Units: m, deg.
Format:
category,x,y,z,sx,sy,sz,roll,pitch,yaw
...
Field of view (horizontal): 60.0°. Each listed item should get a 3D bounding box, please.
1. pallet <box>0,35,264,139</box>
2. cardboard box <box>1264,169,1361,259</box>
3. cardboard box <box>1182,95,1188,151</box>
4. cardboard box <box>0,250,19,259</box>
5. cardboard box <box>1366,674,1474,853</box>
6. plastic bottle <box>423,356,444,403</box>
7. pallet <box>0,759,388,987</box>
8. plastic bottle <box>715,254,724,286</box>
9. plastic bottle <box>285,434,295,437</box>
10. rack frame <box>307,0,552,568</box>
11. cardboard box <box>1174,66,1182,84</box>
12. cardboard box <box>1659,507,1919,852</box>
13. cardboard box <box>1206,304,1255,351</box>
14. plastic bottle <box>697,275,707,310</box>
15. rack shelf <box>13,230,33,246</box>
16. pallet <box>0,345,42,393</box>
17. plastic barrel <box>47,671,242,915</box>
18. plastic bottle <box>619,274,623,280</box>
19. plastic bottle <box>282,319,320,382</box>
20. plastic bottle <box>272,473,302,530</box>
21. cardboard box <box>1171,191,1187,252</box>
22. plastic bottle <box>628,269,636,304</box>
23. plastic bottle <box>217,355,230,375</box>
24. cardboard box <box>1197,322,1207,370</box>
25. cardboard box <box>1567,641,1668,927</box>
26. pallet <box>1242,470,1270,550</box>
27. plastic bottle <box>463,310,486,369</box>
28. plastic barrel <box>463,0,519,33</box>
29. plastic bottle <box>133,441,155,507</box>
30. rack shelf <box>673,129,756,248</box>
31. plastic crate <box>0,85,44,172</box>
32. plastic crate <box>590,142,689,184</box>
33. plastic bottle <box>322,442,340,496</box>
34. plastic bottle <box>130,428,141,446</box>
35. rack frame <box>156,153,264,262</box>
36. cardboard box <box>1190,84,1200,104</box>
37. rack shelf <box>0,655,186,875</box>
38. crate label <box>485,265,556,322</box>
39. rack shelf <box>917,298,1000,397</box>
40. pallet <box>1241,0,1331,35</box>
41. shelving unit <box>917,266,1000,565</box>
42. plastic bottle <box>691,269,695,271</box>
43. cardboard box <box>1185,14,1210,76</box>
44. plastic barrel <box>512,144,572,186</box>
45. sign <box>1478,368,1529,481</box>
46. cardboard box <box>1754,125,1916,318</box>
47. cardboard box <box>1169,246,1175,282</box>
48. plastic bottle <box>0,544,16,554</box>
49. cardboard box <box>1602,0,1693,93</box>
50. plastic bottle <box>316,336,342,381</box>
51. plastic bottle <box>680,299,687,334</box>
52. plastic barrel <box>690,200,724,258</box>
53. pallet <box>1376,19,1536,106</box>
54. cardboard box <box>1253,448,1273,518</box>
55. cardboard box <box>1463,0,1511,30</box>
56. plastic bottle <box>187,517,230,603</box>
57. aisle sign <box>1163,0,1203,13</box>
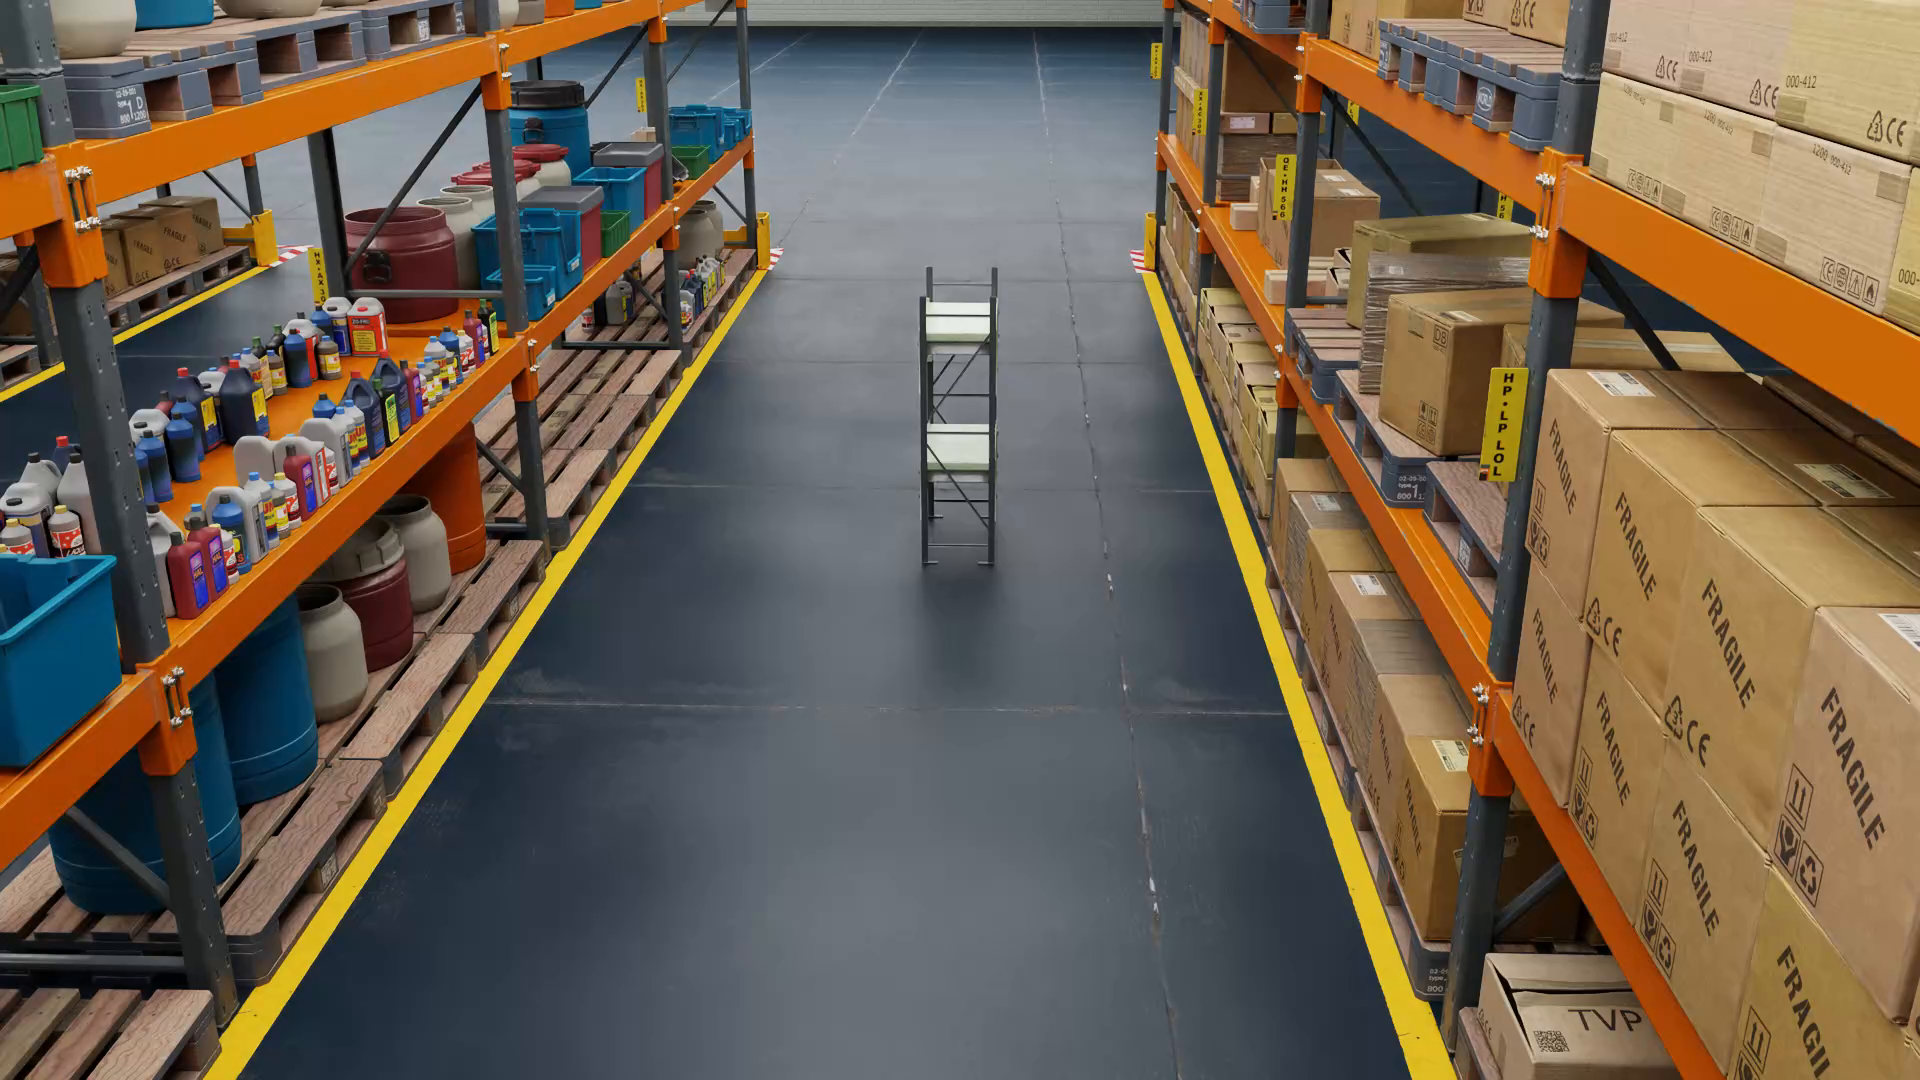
category,x,y,z,sx,sy,sz,roll,pitch,yaw
pallet,-2.967,-1.423,5.164,1.213,0.211,1.003,1,21,2
cardboard box,2.230,-2.063,10.560,0.500,0.500,0.500,1,21,2
cardboard box,2.384,-3.799,15.036,0.700,0.500,0.500,1,21,3
cardboard box,-7.539,-2.157,13.817,0.500,0.500,0.500,8,22,19
cardboard box,1.809,0.828,6.097,0.500,0.500,0.500,1,21,2
plastic bottle,-2.401,-0.730,7.538,0.097,0.201,0.097,0,21,0
pallet,-2.828,1.193,6.162,1.003,0.211,1.213,1,21,2
plastic bottle,-2.131,-2.395,14.700,0.061,0.283,0.133,1,21,3
plastic bottle,-2.589,-0.312,6.461,0.097,0.201,0.097,0,21,0
rack frame,-2.772,-1.275,8.667,1.000,3.000,0.127,1,21,2
cardboard box,2.195,-4.321,15.483,0.380,0.149,0.250,0,21,1
cardboard box,1.731,0.254,3.206,0.500,0.500,0.500,0,21,0
cardboard box,2.019,-1.513,11.726,0.500,0.311,0.500,0,21,1
plastic bottle,-2.158,-2.074,13.875,0.061,0.283,0.133,2,21,4
rack shelf,-7.662,-1.717,10.801,1.077,0.370,4.000,1,21,2
pallet,-7.623,-1.194,12.314,1.003,0.211,1.213,1,21,2
plastic barrel,-2.860,0.758,5.750,0.600,0.901,0.708,1,21,2
plastic bottle,-2.894,-2.137,14.047,0.152,0.276,0.135,1,21,3
plastic bottle,-3.122,-0.897,7.864,0.152,0.276,0.135,1,21,2
plastic bottle,-2.451,-0.143,6.026,0.097,0.201,0.097,0,21,0
cardboard box,2.168,-2.822,14.838,0.500,0.500,0.500,1,21,2
plastic bottle,-2.788,-2.140,14.043,0.061,0.283,0.133,1,21,2
plastic bottle,-3.189,-0.650,7.219,0.061,0.283,0.133,1,21,2
cardboard box,2.041,-1.436,12.303,0.500,0.250,0.500,0,21,0
cardboard box,1.757,0.547,3.833,0.500,0.500,0.500,1,21,3
pallet,2.243,-0.216,9.794,1.003,0.211,1.213,1,21,2
plastic bottle,-2.365,-0.986,8.084,0.061,0.283,0.133,1,21,2
plastic barrel,-2.456,-2.834,8.385,0.421,0.512,0.421,0,21,0
plastic bottle,-3.053,-0.234,6.164,0.097,0.271,0.097,0,21,0
rack shelf,-2.589,-3.109,14.388,1.077,0.370,4.000,1,21,2
plastic crate,-2.604,-0.971,4.032,0.450,0.188,0.662,1,21,2
plastic crate,-2.507,-2.880,12.890,0.767,0.338,0.504,1,21,2
plastic bottle,-2.440,-0.275,6.366,0.097,0.201,0.097,0,21,0
plastic bottle,-3.174,-0.280,6.274,0.152,0.276,0.135,1,21,2
rack frame,-7.479,-4.222,16.262,1.000,3.000,0.127,1,21,2
cardboard box,2.148,-3.765,14.051,0.380,0.149,0.250,1,21,2
rack shelf,-2.954,1.230,3.206,1.077,0.370,4.000,1,21,2
crate label,-2.384,-1.345,9.079,0.303,0.233,0.416,1,21,2
rack shelf,0.000,-1.065,9.123,0.431,0.370,0.720,1,21,2
pallet,2.110,-2.775,8.650,1.213,0.211,1.003,2,21,4
shelving unit,0.000,-0.702,9.264,0.431,1.500,0.755,1,21,2
plastic bottle,-2.311,-2.252,14.447,0.097,0.201,0.097,0,21,0
cardboard box,2.383,-4.385,14.751,0.700,0.500,0.500,0,21,0
plastic barrel,-2.898,-2.441,11.485,0.433,0.535,0.433,0,21,0
sign,1.503,-0.317,4.599,0.100,0.325,0.005,1,21,2
cardboard box,1.760,-0.566,2.902,0.500,0.250,0.500,1,21,2
cardboard box,2.157,-2.472,14.974,0.500,0.250,0.500,1,21,2
plastic bottle,-3.079,0.113,5.366,0.097,0.201,0.097,0,21,0
cardboard box,1.794,-1.161,3.744,0.500,0.250,0.500,1,21,2
plastic bottle,-2.997,-0.867,7.892,0.097,0.201,0.097,0,21,0
plastic bottle,-2.202,-1.764,13.093,0.097,0.271,0.097,0,21,0
plastic barrel,-2.472,-2.964,15.880,0.421,0.512,0.421,0,21,0
pallet,2.176,-1.693,5.859,1.213,0.211,1.003,1,21,2
cardboard box,1.951,-0.326,9.442,0.500,0.250,0.500,1,21,3
cardboard box,2.184,-2.123,5.851,0.600,0.600,0.600,0,21,0
plastic bottle,-2.452,0.050,5.415,0.061,0.283,0.133,1,21,2
aisle sign,2.118,-5.350,15.578,0.394,0.787,0.004,1,21,2
